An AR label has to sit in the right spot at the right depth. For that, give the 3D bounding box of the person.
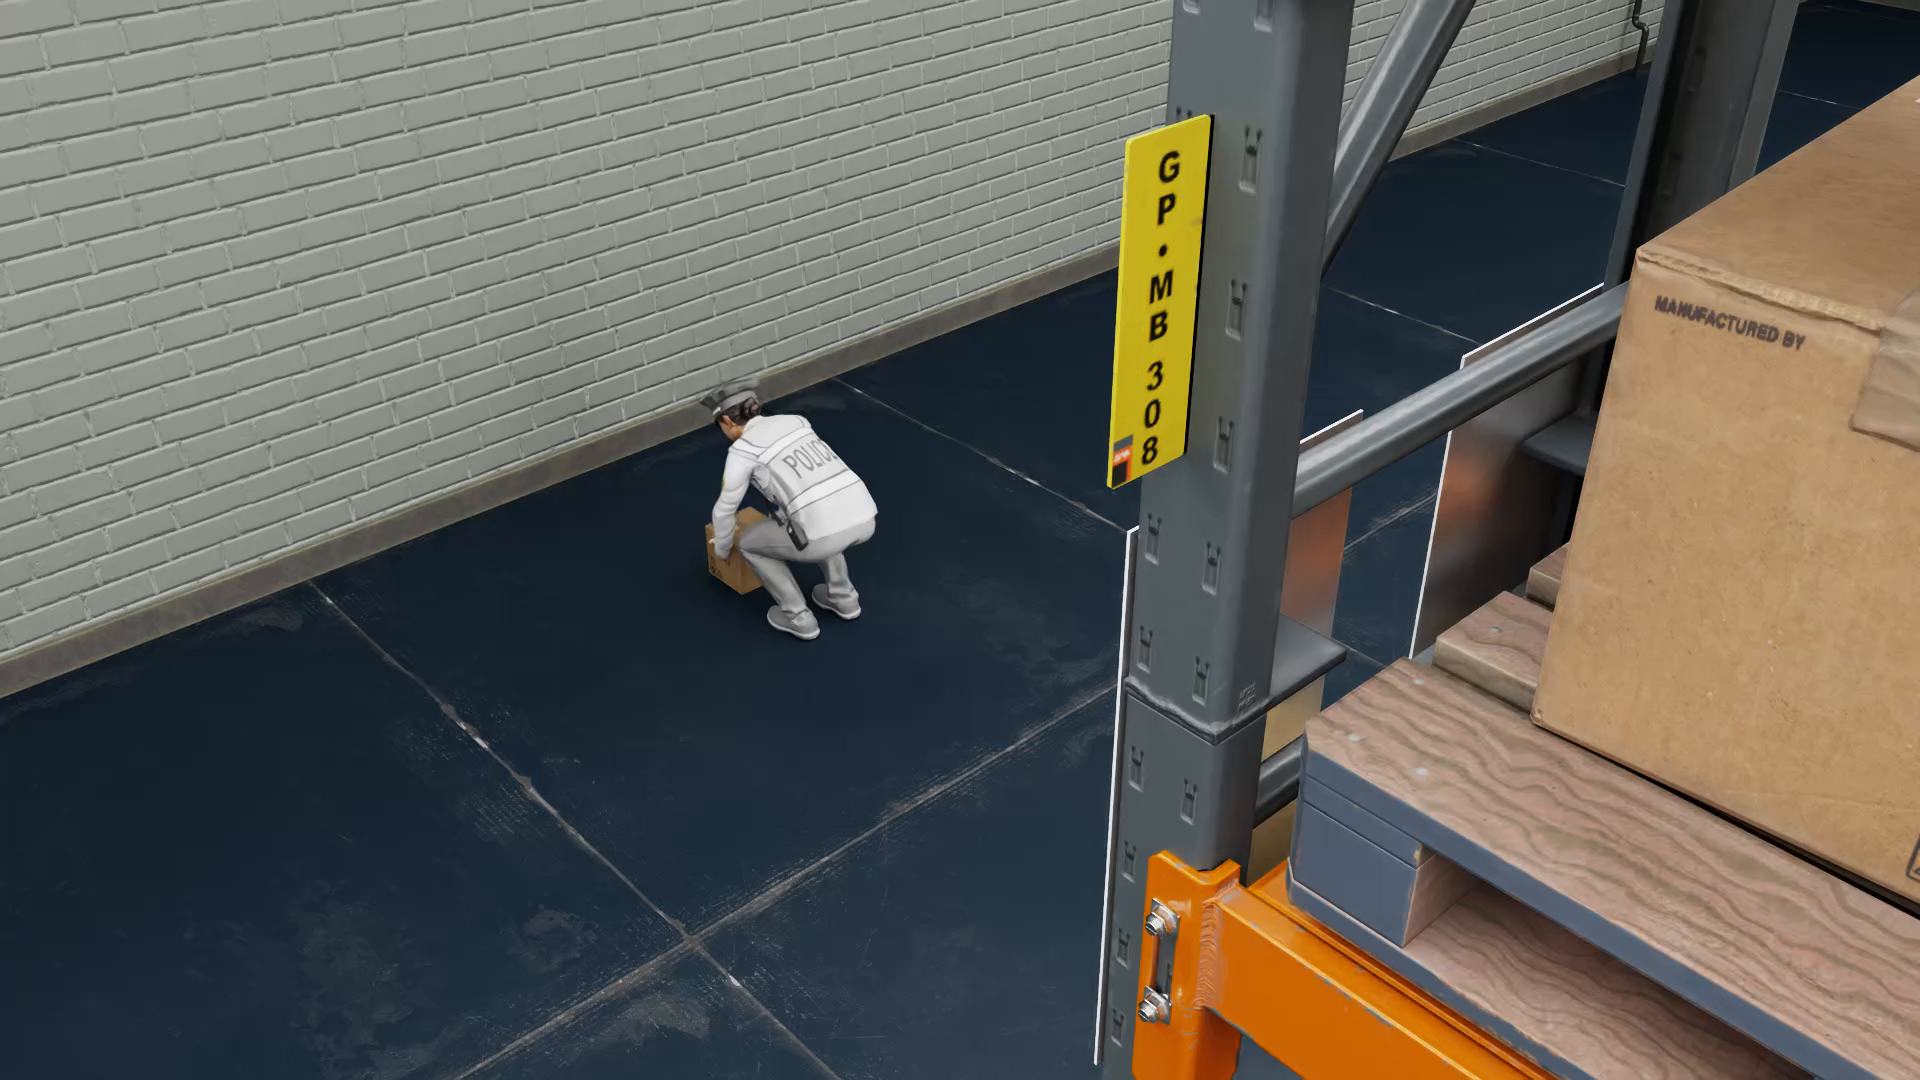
[{"bbox_3d":[-0.731,-0.132,6.954,0.500,1.028,0.837,-26,40,-35],"label":"person"}]
